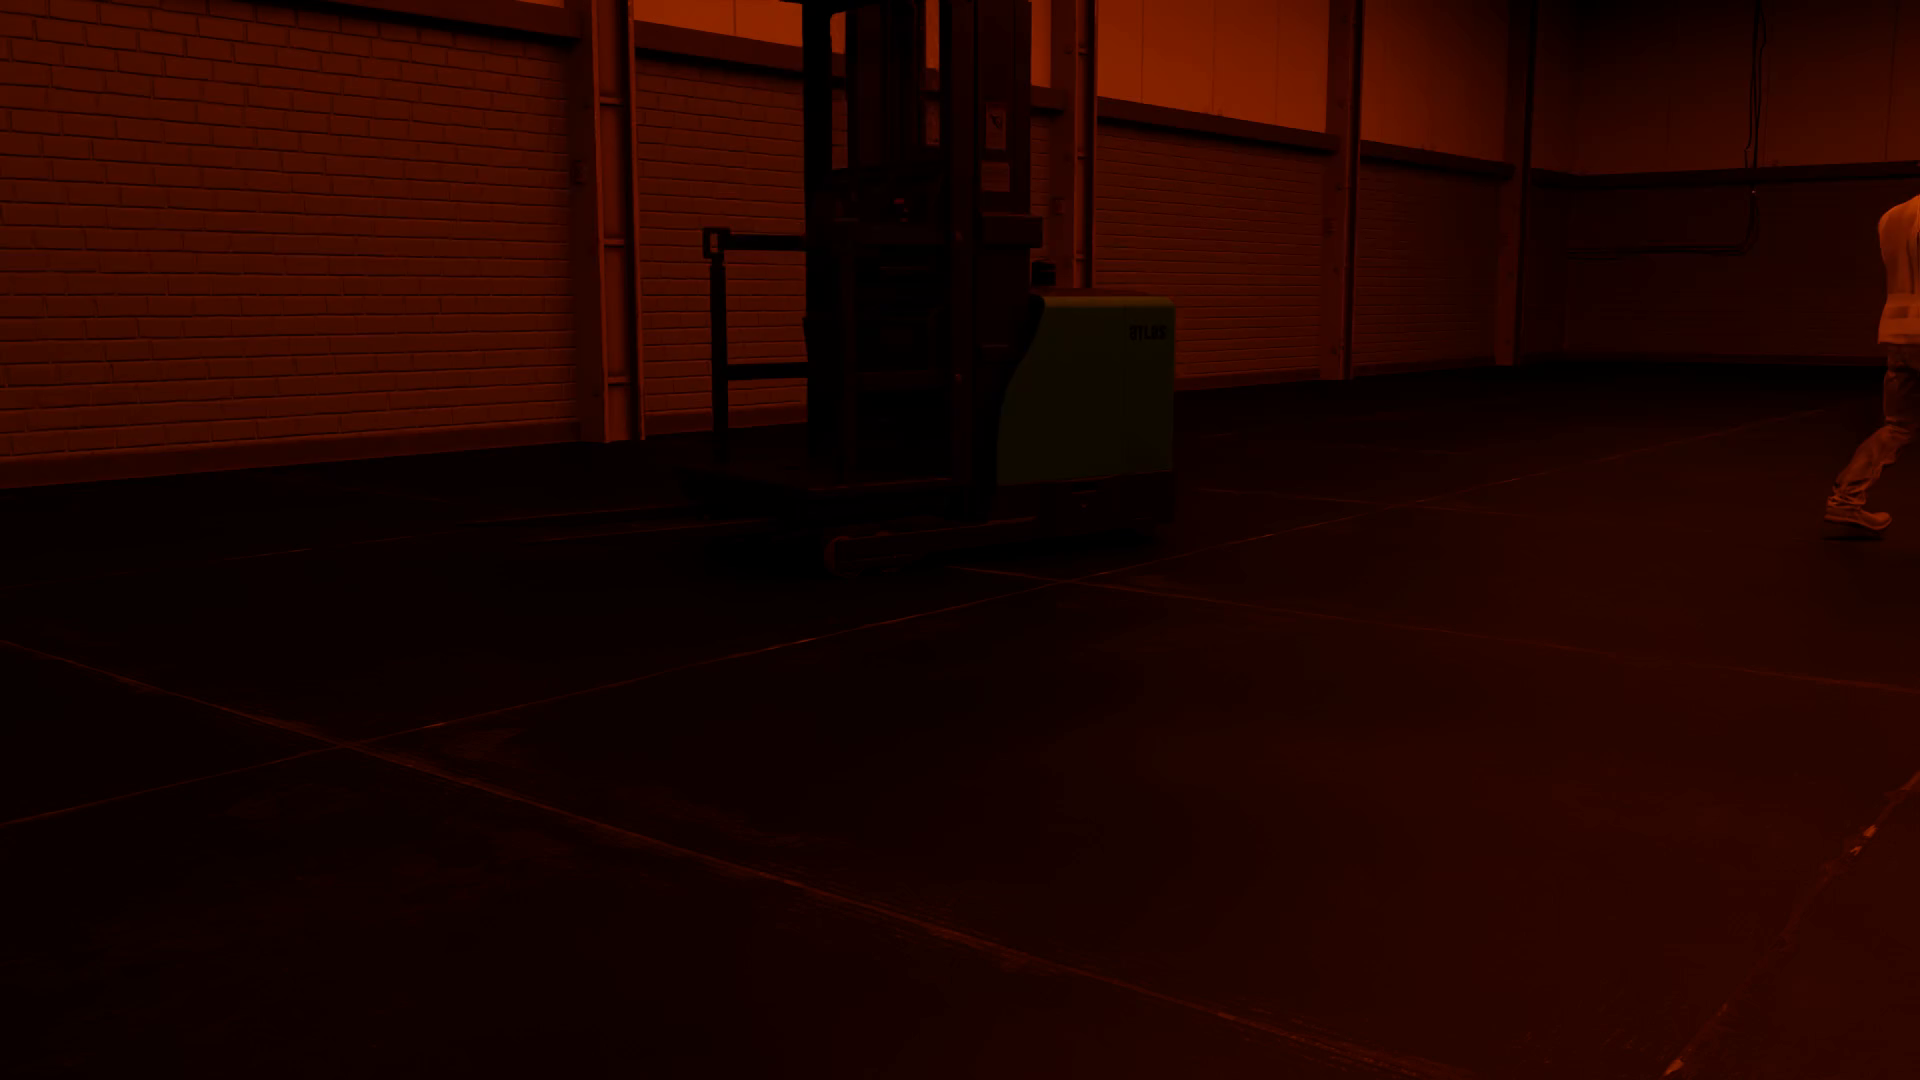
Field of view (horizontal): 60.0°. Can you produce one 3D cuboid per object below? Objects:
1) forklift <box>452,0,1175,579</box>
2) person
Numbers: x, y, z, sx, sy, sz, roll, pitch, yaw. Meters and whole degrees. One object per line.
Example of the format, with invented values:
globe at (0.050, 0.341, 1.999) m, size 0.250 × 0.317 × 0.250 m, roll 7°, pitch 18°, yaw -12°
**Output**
forklift at (-0.519, -1.388, 6.767) m, size 3.031 × 2.935 × 1.130 m, roll -6°, pitch 10°, yaw -37°
person at (4.260, -0.861, 7.228) m, size 0.759 × 1.758 × 0.991 m, roll 0°, pitch 8°, yaw 1°
